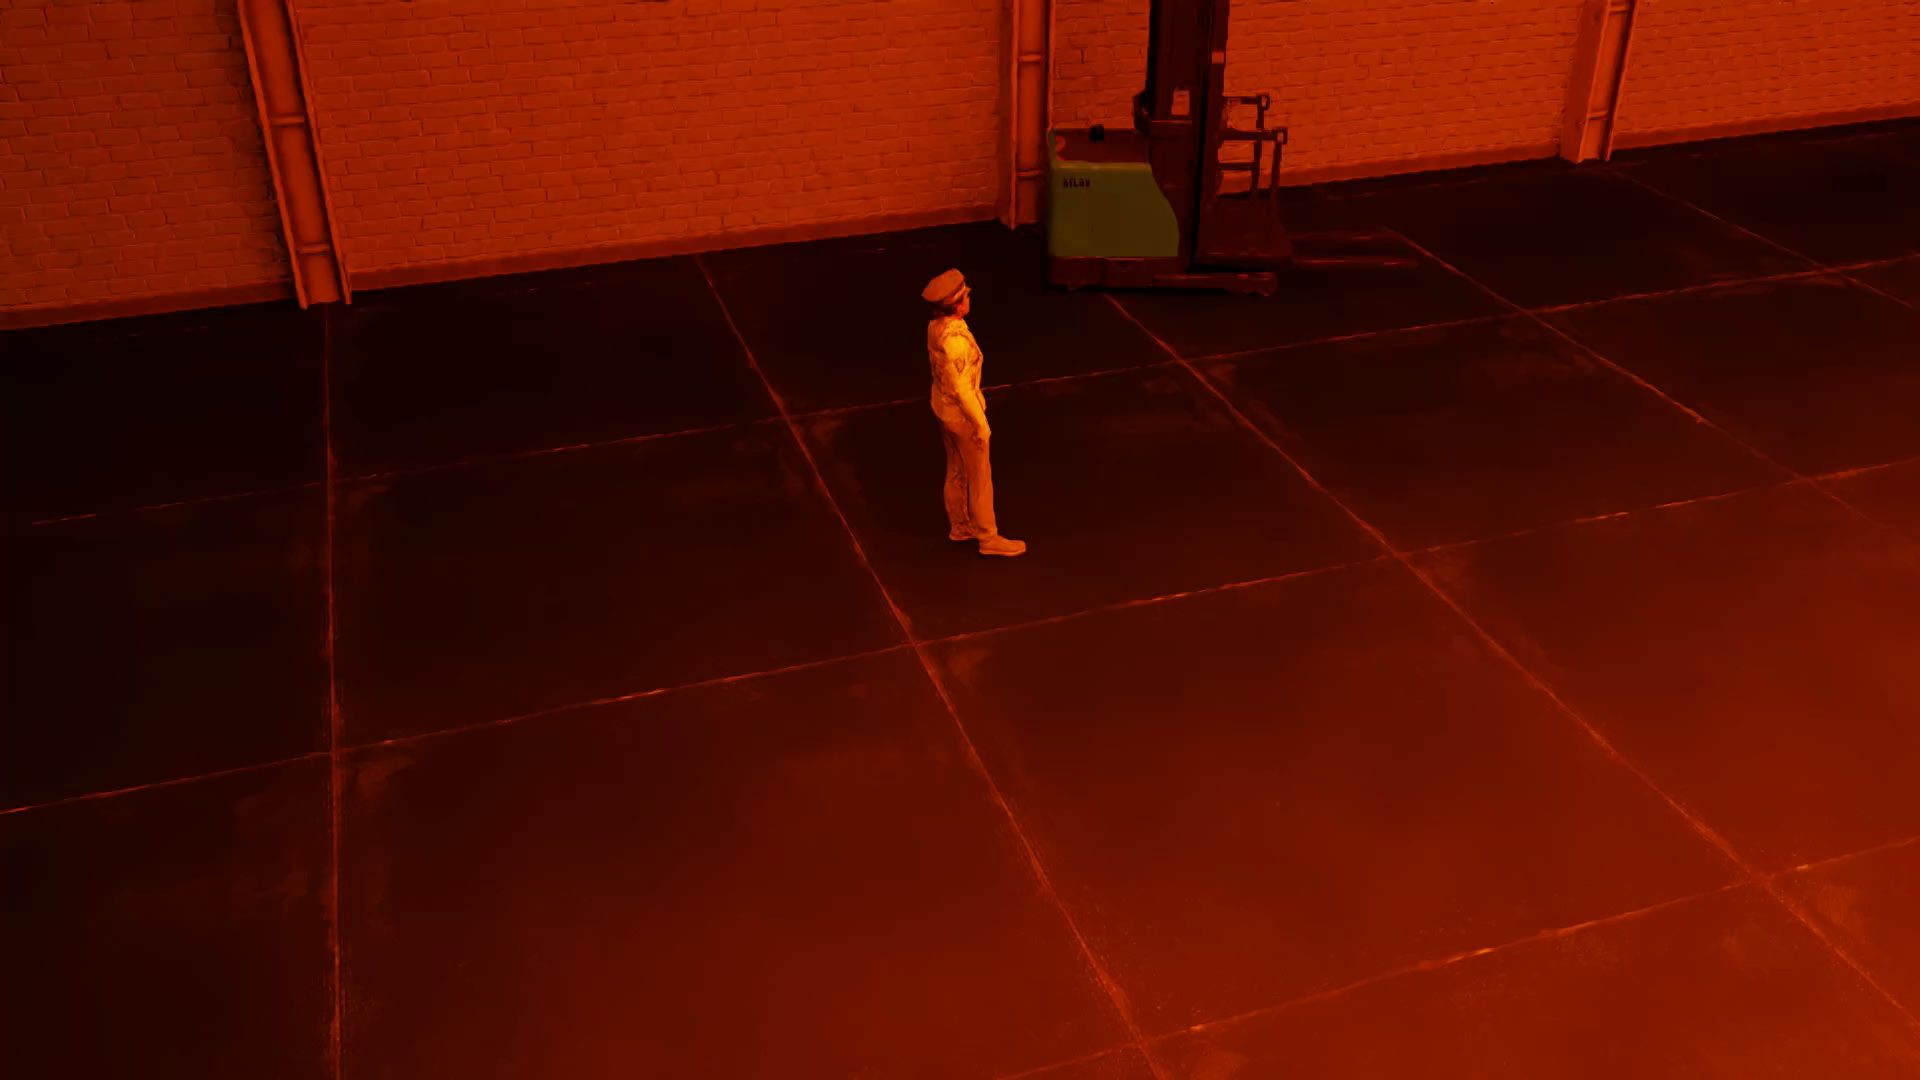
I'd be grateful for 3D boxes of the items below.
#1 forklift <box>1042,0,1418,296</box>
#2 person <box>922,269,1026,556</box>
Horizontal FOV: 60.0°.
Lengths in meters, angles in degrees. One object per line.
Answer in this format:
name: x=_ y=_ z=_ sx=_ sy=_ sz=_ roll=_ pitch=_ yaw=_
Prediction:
forklift: x=2.213 y=-3.519 z=13.203 sx=3.031 sy=2.935 sz=1.130 roll=1 pitch=30 yaw=1
person: x=0.067 y=-0.747 z=9.613 sx=0.533 sy=1.692 sz=0.586 roll=-10 pitch=31 yaw=-16
